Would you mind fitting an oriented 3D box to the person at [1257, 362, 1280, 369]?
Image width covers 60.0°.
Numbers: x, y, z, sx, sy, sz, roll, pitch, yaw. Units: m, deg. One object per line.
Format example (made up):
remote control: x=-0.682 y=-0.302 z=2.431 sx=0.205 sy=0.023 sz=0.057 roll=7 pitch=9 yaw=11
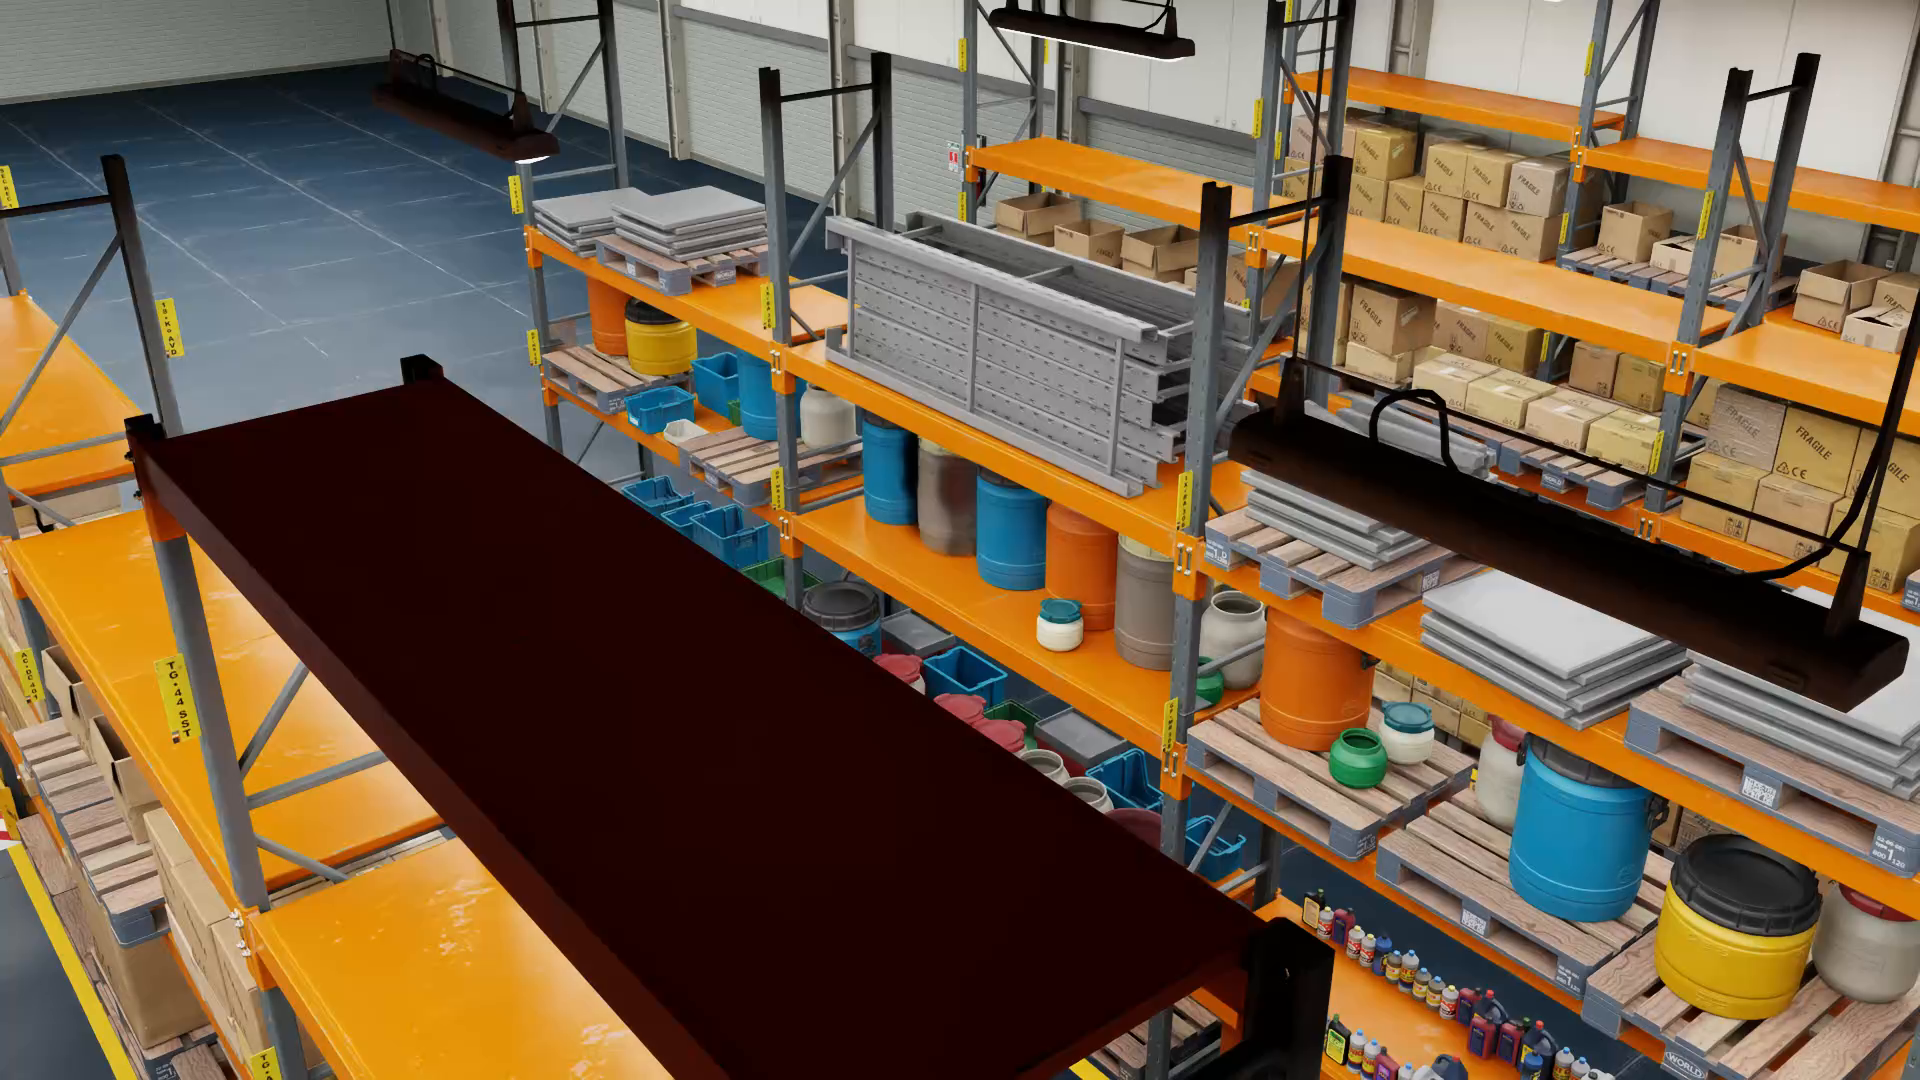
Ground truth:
person: x=3.570 y=-1.556 z=19.503 sx=0.466 sy=1.813 sz=0.646 roll=-14 pitch=29 yaw=-26
